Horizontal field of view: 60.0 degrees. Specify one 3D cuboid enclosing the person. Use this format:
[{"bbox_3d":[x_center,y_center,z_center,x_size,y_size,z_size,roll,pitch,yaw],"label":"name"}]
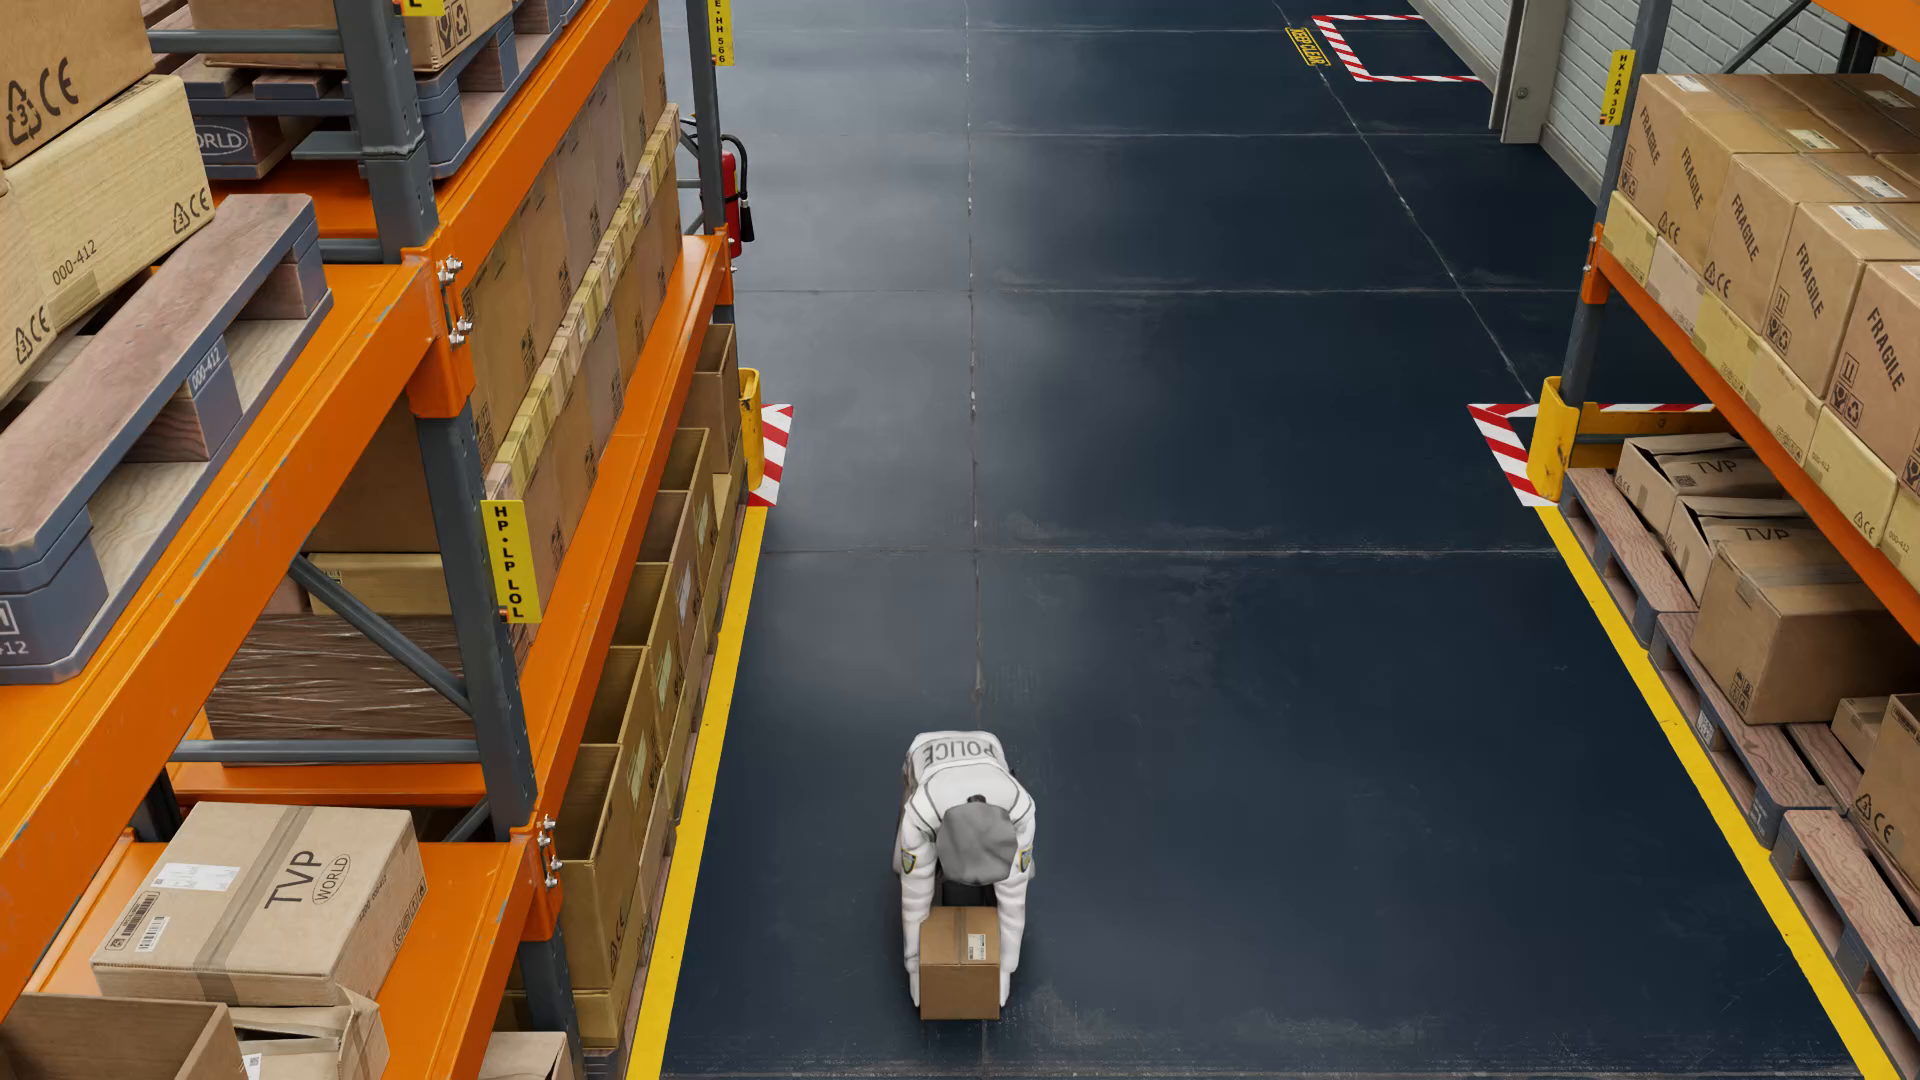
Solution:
[{"bbox_3d":[0.013,0.998,5.431,0.464,0.850,0.888,0,32,0],"label":"person"}]
